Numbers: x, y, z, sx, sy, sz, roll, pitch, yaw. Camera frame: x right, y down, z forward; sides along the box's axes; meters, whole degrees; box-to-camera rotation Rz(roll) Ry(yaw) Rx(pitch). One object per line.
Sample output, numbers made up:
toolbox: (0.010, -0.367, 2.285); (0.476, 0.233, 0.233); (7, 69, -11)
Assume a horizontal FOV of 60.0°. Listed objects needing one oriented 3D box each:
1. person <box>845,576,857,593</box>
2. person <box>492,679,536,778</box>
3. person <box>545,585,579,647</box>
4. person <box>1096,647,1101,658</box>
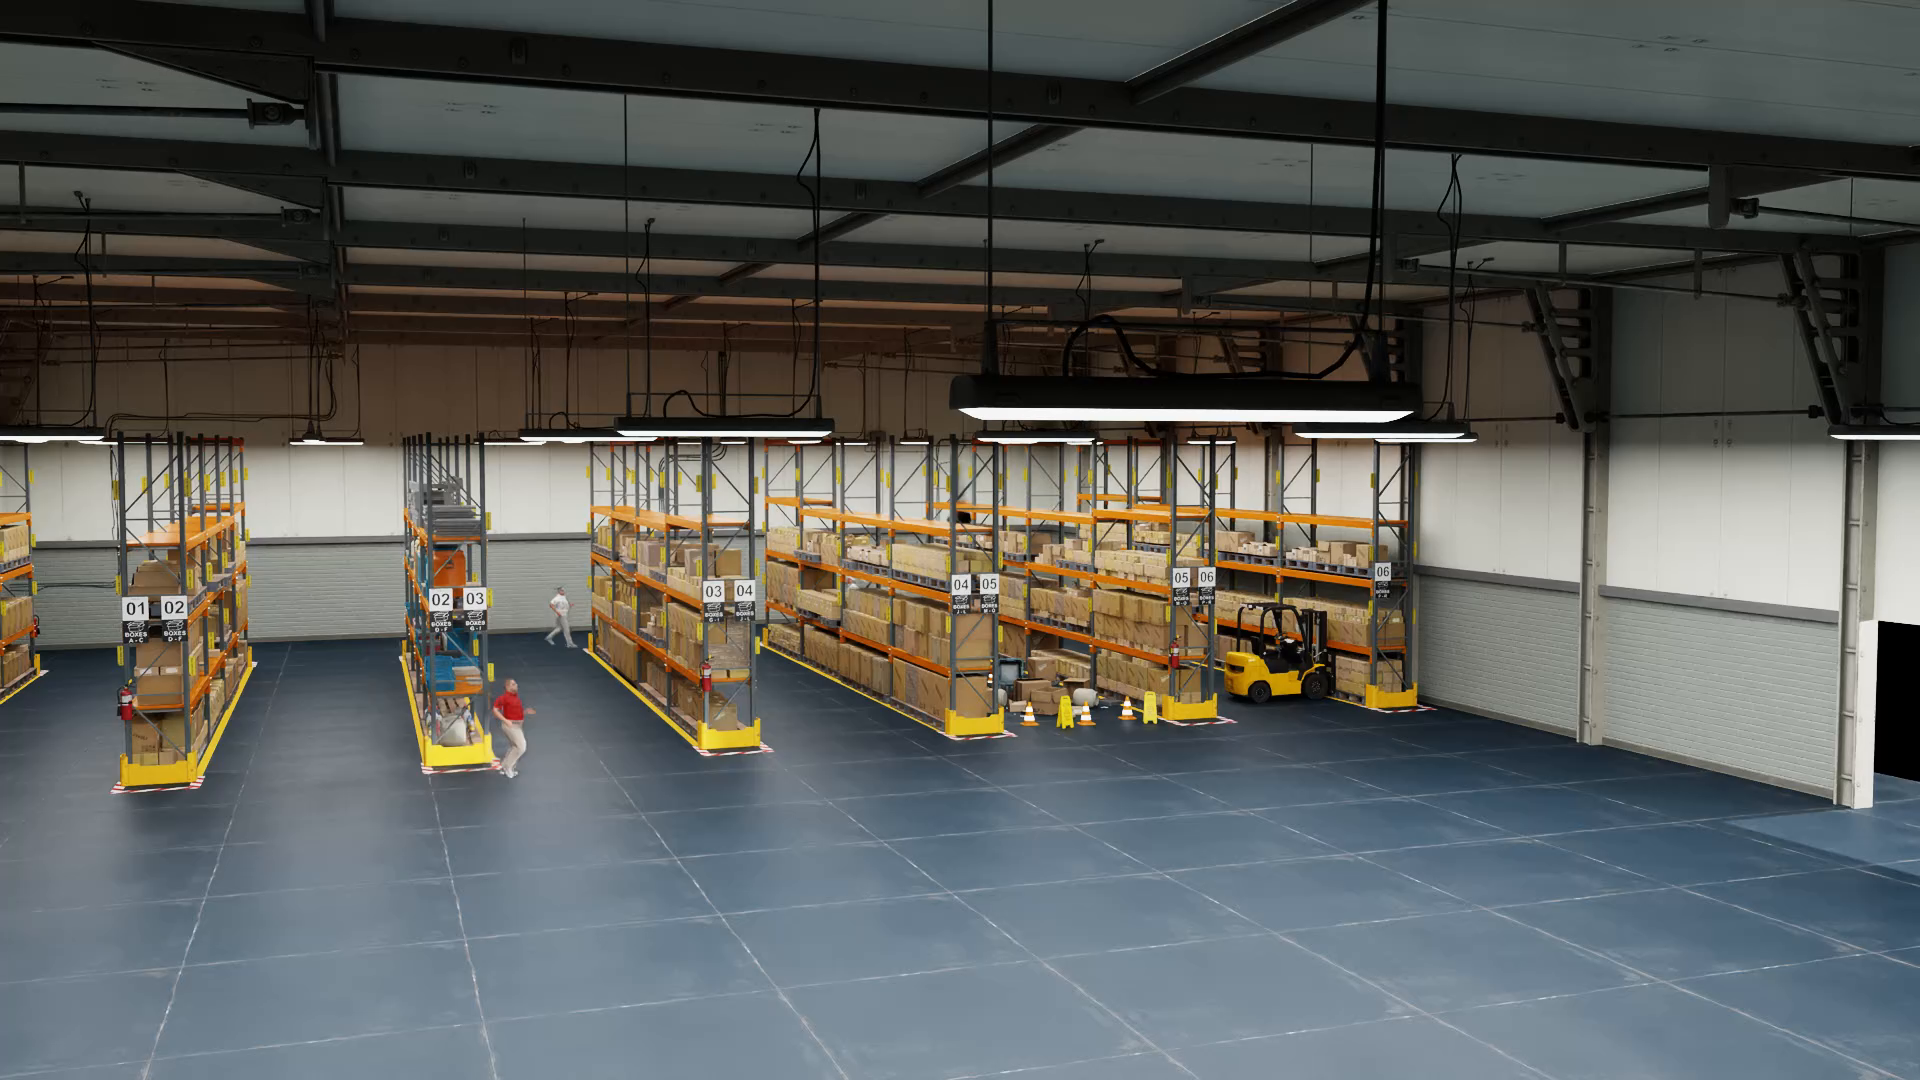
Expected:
person: (-3.308, 1.913, 50.711); (0.787, 1.767, 0.687); (-2, 4, -28)
person: (-7.719, 3.275, 28.895); (0.640, 1.726, 0.645); (0, 3, 4)
person: (-11.394, 2.179, 47.562); (0.980, 1.766, 0.664); (0, 3, -1)
person: (3.550, 2.589, 43.424); (0.573, 1.474, 0.476); (-2, 4, -29)
